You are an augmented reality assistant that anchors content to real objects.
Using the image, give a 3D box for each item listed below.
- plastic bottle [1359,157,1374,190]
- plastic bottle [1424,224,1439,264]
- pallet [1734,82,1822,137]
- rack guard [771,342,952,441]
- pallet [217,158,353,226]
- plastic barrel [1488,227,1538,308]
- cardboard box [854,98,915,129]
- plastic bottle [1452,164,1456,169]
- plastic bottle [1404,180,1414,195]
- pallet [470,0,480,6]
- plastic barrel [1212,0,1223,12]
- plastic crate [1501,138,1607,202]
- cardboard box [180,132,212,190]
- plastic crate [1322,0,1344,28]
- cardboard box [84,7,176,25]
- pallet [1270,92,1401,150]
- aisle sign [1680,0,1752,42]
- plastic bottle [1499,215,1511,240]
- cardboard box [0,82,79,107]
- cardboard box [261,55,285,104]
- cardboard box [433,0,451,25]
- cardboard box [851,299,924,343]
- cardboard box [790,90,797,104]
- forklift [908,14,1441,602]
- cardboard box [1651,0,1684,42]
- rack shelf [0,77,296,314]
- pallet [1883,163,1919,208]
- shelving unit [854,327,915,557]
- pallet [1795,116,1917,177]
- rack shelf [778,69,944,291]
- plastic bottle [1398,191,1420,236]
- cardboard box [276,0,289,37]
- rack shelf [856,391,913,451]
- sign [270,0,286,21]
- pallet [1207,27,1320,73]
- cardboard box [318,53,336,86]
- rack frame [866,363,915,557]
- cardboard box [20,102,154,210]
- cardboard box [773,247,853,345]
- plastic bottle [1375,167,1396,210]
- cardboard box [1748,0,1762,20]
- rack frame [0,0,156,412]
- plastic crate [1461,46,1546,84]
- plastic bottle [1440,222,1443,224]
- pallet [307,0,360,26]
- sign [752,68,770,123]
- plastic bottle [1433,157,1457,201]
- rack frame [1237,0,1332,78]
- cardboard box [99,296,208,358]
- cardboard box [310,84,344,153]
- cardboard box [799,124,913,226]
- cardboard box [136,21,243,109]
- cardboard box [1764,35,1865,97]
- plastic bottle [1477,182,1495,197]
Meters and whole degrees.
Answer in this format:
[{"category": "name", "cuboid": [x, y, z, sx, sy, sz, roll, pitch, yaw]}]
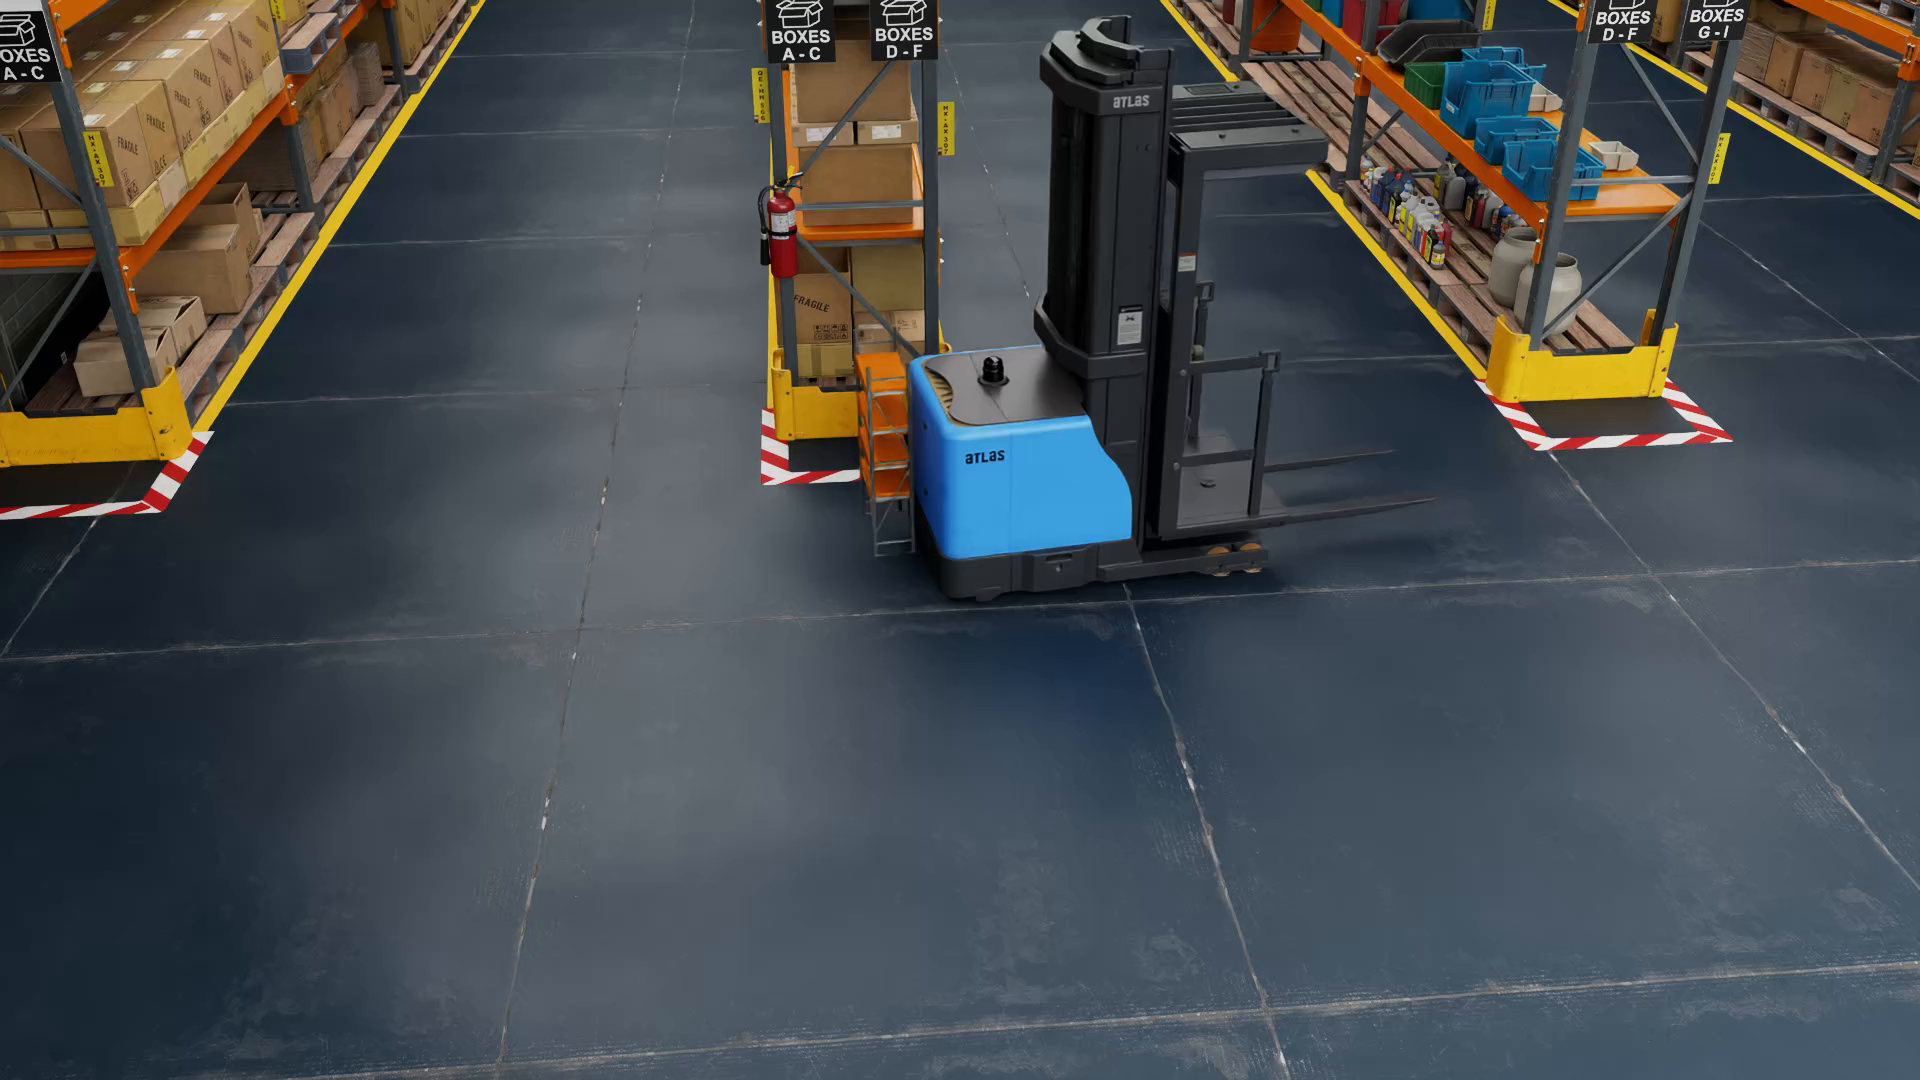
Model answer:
[{"category": "plastic bottle", "cuboid": [3.514, -3.173, 14.368, 0.097, 0.271, 0.097, 0, 31, 0]}, {"category": "plastic bottle", "cuboid": [3.657, -2.295, 12.887, 0.061, 0.283, 0.133, -2, 31, -3]}, {"category": "pallet", "cuboid": [8.661, -4.401, 16.912, 1.003, 0.211, 1.213, -3, 31, -5]}, {"category": "rack guard", "cuboid": [-0.635, -0.976, 10.896, 1.175, 0.500, 0.348, -3, 31, -5]}, {"category": "pallet", "cuboid": [-6.017, -3.065, 14.675, 1.003, 0.211, 1.213, -3, 31, -5]}, {"category": "plastic barrel", "cuboid": [4.110, -1.997, 12.185, 0.421, 0.512, 0.421, 0, 31, 0]}, {"category": "cardboard box", "cuboid": [-0.487, -2.728, 10.662, 0.380, 0.149, 0.250, -4, 31, -6]}, {"category": "plastic bottle", "cuboid": [4.265, -3.156, 14.409, 0.097, 0.201, 0.097, 0, 31, 0]}, {"category": "plastic bottle", "cuboid": [3.717, -2.856, 13.838, 0.097, 0.271, 0.097, 0, 31, 0]}, {"category": "pallet", "cuboid": [-6.683, -7.143, 21.504, 1.003, 0.211, 1.213, -3, 31, -5]}, {"category": "plastic barrel", "cuboid": [3.237, -6.603, 19.896, 0.421, 0.512, 0.421, 0, 31, 0]}, {"category": "plastic crate", "cuboid": [3.950, -2.474, 11.112, 0.499, 0.251, 0.616, -3, 31, -5]}, {"category": "cardboard box", "cuboid": [-5.403, -2.555, 11.230, 0.500, 0.250, 0.500, -3, 31, -5]}, {"category": "plastic crate", "cuboid": [3.508, -4.880, 15.011, 0.392, 0.384, 0.575, -3, 31, -5]}, {"category": "cardboard box", "cuboid": [-6.062, -3.616, 12.274, 0.500, 0.500, 0.500, -3, 31, -5]}, {"category": "pallet", "cuboid": [3.692, -4.165, 16.517, 1.003, 0.211, 1.213, -3, 31, -5]}, {"category": "aisle sign", "cuboid": [4.593, -3.390, 9.965, 0.394, 0.787, 0.004, -3, 31, -5]}, {"category": "plastic bottle", "cuboid": [4.385, -2.501, 13.313, 0.097, 0.201, 0.097, 0, 31, 0]}, {"category": "cardboard box", "cuboid": [-5.862, -2.576, 10.533, 0.500, 0.500, 0.500, -2, 31, -4]}, {"category": "cardboard box", "cuboid": [-5.597, -3.581, 12.947, 0.500, 0.250, 0.500, -3, 31, -4]}, {"category": "cardboard box", "cuboid": [-6.414, -6.427, 19.271, 0.750, 0.750, 0.750, -2, 31, -3]}, {"category": "cardboard box", "cuboid": [-0.516, -1.601, 11.777, 0.500, 0.250, 0.500, -3, 31, -5]}, {"category": "cardboard box", "cuboid": [-0.913, -2.833, 10.837, 0.380, 0.149, 0.250, -3, 31, -5]}, {"category": "forklift", "cuboid": [1.267, -1.307, 9.079, 3.031, 2.935, 1.130, -7, 32, -11]}, {"category": "cardboard box", "cuboid": [8.435, -6.240, 18.934, 1.225, 0.875, 0.875, -4, 31, -7]}, {"category": "rack shelf", "cuboid": [-5.756, -2.534, 11.769, 1.077, 0.370, 4.000, -3, 31, -5]}, {"category": "pallet", "cuboid": [8.950, -3.038, 14.630, 1.003, 0.211, 1.213, -3, 31, -5]}, {"category": "shelving unit", "cuboid": [-0.429, -0.555, 9.507, 0.258, 1.200, 0.503, -6, 31, -9]}, {"category": "pallet", "cuboid": [8.778, -3.776, 15.867, 1.003, 0.211, 1.213, -3, 31, -5]}, {"category": "rack shelf", "cuboid": [-0.824, -2.774, 12.170, 1.077, 0.370, 4.000, -3, 31, -5]}, {"category": "plastic bottle", "cuboid": [3.640, -2.645, 13.407, 0.144, 0.351, 0.185, -3, 31, -5]}, {"category": "cardboard box", "cuboid": [-5.956, -4.358, 13.594, 0.700, 0.500, 0.500, -3, 31, -4]}, {"category": "rack shelf", "cuboid": [-0.430, -0.689, 9.427, 0.258, 0.148, 0.480, -6, 31, -9]}, {"category": "sign", "cuboid": [-5.403, -4.266, 13.122, 0.100, 0.325, 0.005, -3, 31, -5]}, {"category": "pallet", "cuboid": [3.432, -5.584, 18.894, 1.003, 0.211, 1.213, -3, 31, -5]}, {"category": "cardboard box", "cuboid": [-6.154, -4.423, 15.506, 0.500, 0.250, 0.500, -3, 31, -5]}, {"category": "rack frame", "cuboid": [-0.383, -0.432, 9.301, 0.240, 1.200, 0.015, -6, 31, -9]}, {"category": "cardboard box", "cuboid": [-5.314, -2.346, 10.148, 0.500, 0.500, 0.500, -3, 31, -5]}, {"category": "cardboard box", "cuboid": [-0.984, -1.643, 11.115, 0.500, 0.500, 0.500, -3, 31, -5]}, {"category": "plastic bottle", "cuboid": [3.583, -2.959, 13.932, 0.144, 0.351, 0.185, -2, 31, -3]}, {"category": "cardboard box", "cuboid": [8.571, -5.715, 17.671, 0.500, 0.250, 0.500, -2, 31, -3]}, {"category": "rack frame", "cuboid": [-5.569, -1.822, 9.875, 1.000, 3.000, 0.127, -3, 31, -5]}, {"category": "plastic crate", "cuboid": [4.295, -3.723, 13.203, 0.499, 0.251, 0.616, -3, 31, -5]}, {"category": "plastic bottle", "cuboid": [3.800, -2.417, 13.171, 0.097, 0.201, 0.097, 0, 31, 0]}, {"category": "pallet", "cuboid": [-6.091, -4.815, 15.074, 1.003, 0.211, 1.213, -3, 31, -5]}, {"category": "sign", "cuboid": [-1.179, -2.641, 9.887, 0.100, 0.325, 0.005, -3, 31, -5]}, {"category": "plastic bottle", "cuboid": [4.124, -3.069, 14.116, 0.144, 0.351, 0.185, -3, 31, -5]}, {"category": "rack frame", "cuboid": [3.547, -6.381, 17.508, 1.000, 3.000, 0.127, -3, 31, -5]}, {"category": "cardboard box", "cuboid": [-5.597, -1.505, 11.538, 0.500, 0.311, 0.500, 0, 31, 0]}, {"category": "cardboard box", "cuboid": [-6.134, -3.879, 15.327, 0.700, 0.500, 0.500, -2, 31, -4]}, {"category": "cardboard box", "cuboid": [-0.668, -2.343, 10.650, 0.700, 0.500, 0.500, -3, 31, -5]}, {"category": "cardboard box", "cuboid": [-5.502, -3.392, 11.899, 0.500, 0.500, 0.500, -4, 31, -6]}, {"category": "cardboard box", "cuboid": [8.685, -4.821, 16.905, 0.700, 0.500, 0.500, 0, 31, 0]}, {"category": "plastic bottle", "cuboid": [4.316, -2.813, 13.688, 0.144, 0.351, 0.185, -3, 31, -5]}]
